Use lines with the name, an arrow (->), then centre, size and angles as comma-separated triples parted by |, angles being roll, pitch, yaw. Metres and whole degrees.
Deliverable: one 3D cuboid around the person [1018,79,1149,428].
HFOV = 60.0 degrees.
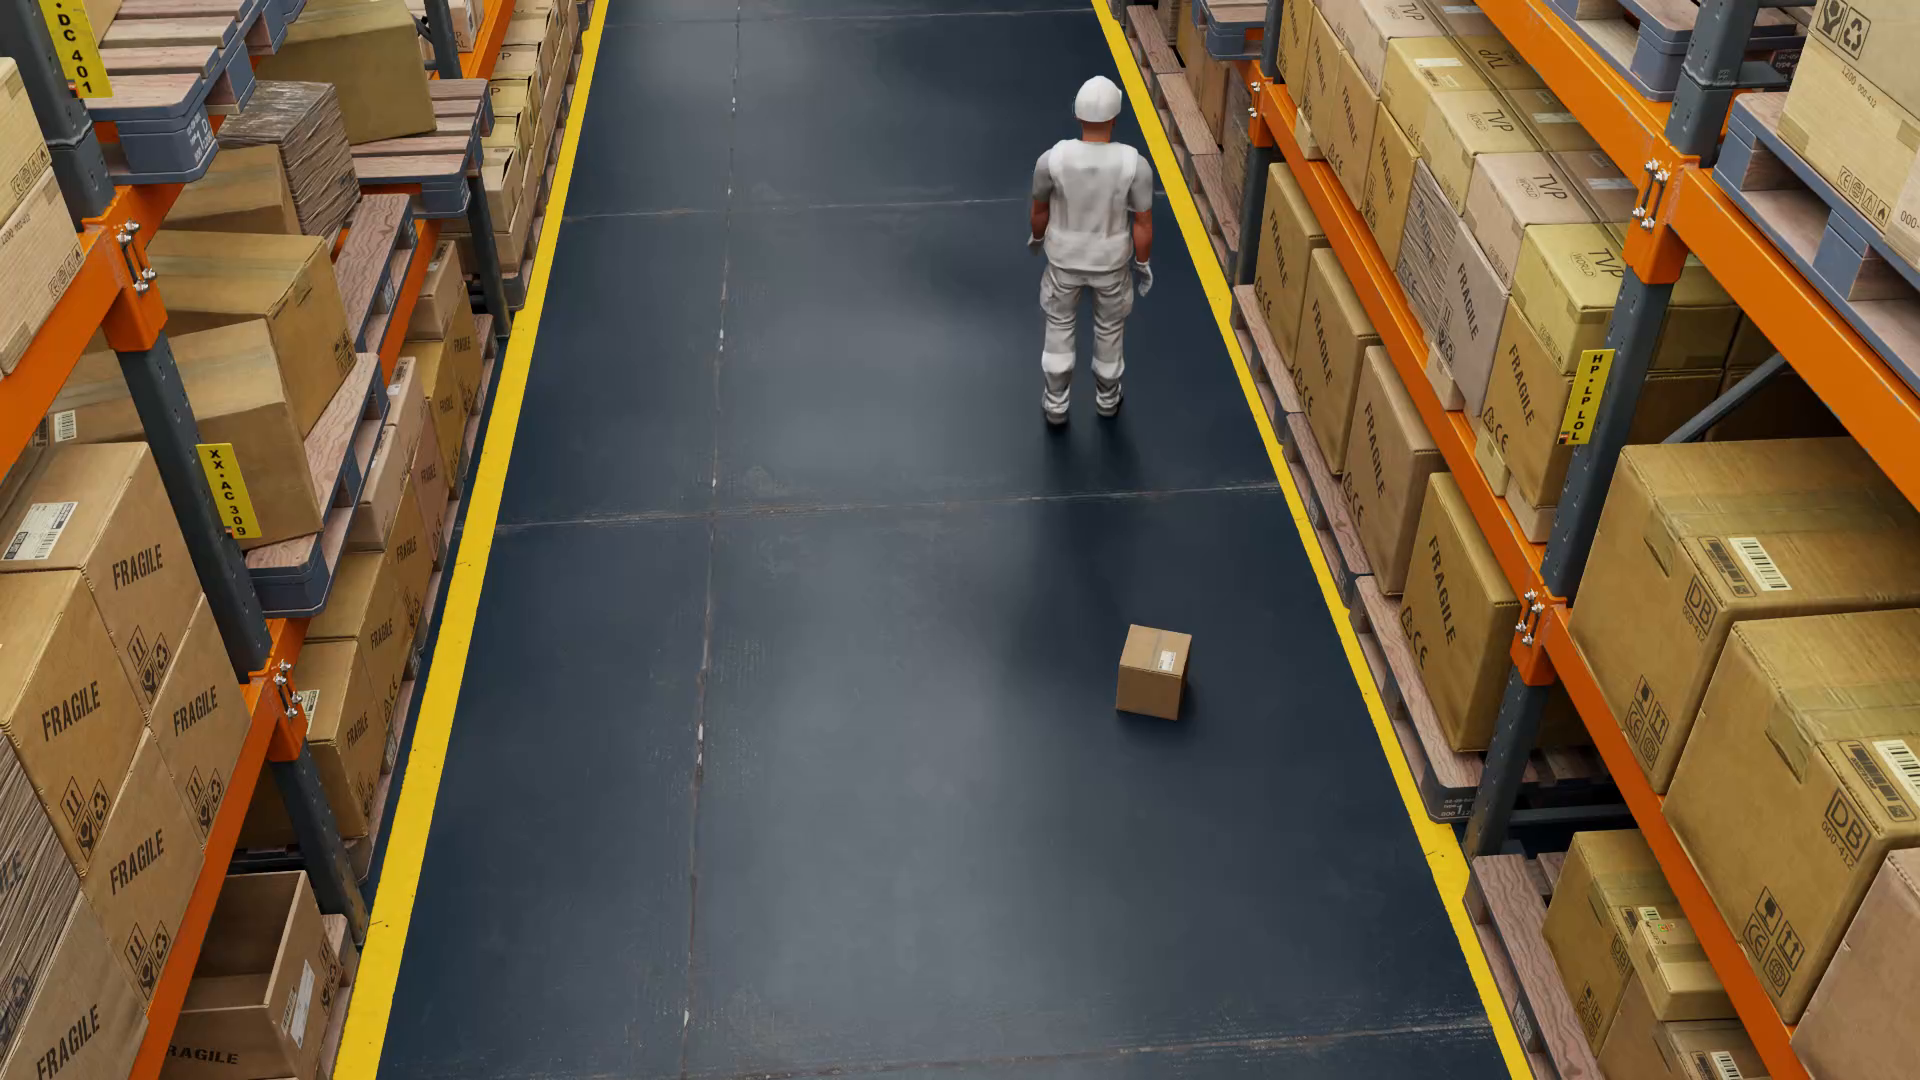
person -> 0.578, -1.313, 7.740 | 0.618, 1.802, 0.463 | 4, 39, 5
